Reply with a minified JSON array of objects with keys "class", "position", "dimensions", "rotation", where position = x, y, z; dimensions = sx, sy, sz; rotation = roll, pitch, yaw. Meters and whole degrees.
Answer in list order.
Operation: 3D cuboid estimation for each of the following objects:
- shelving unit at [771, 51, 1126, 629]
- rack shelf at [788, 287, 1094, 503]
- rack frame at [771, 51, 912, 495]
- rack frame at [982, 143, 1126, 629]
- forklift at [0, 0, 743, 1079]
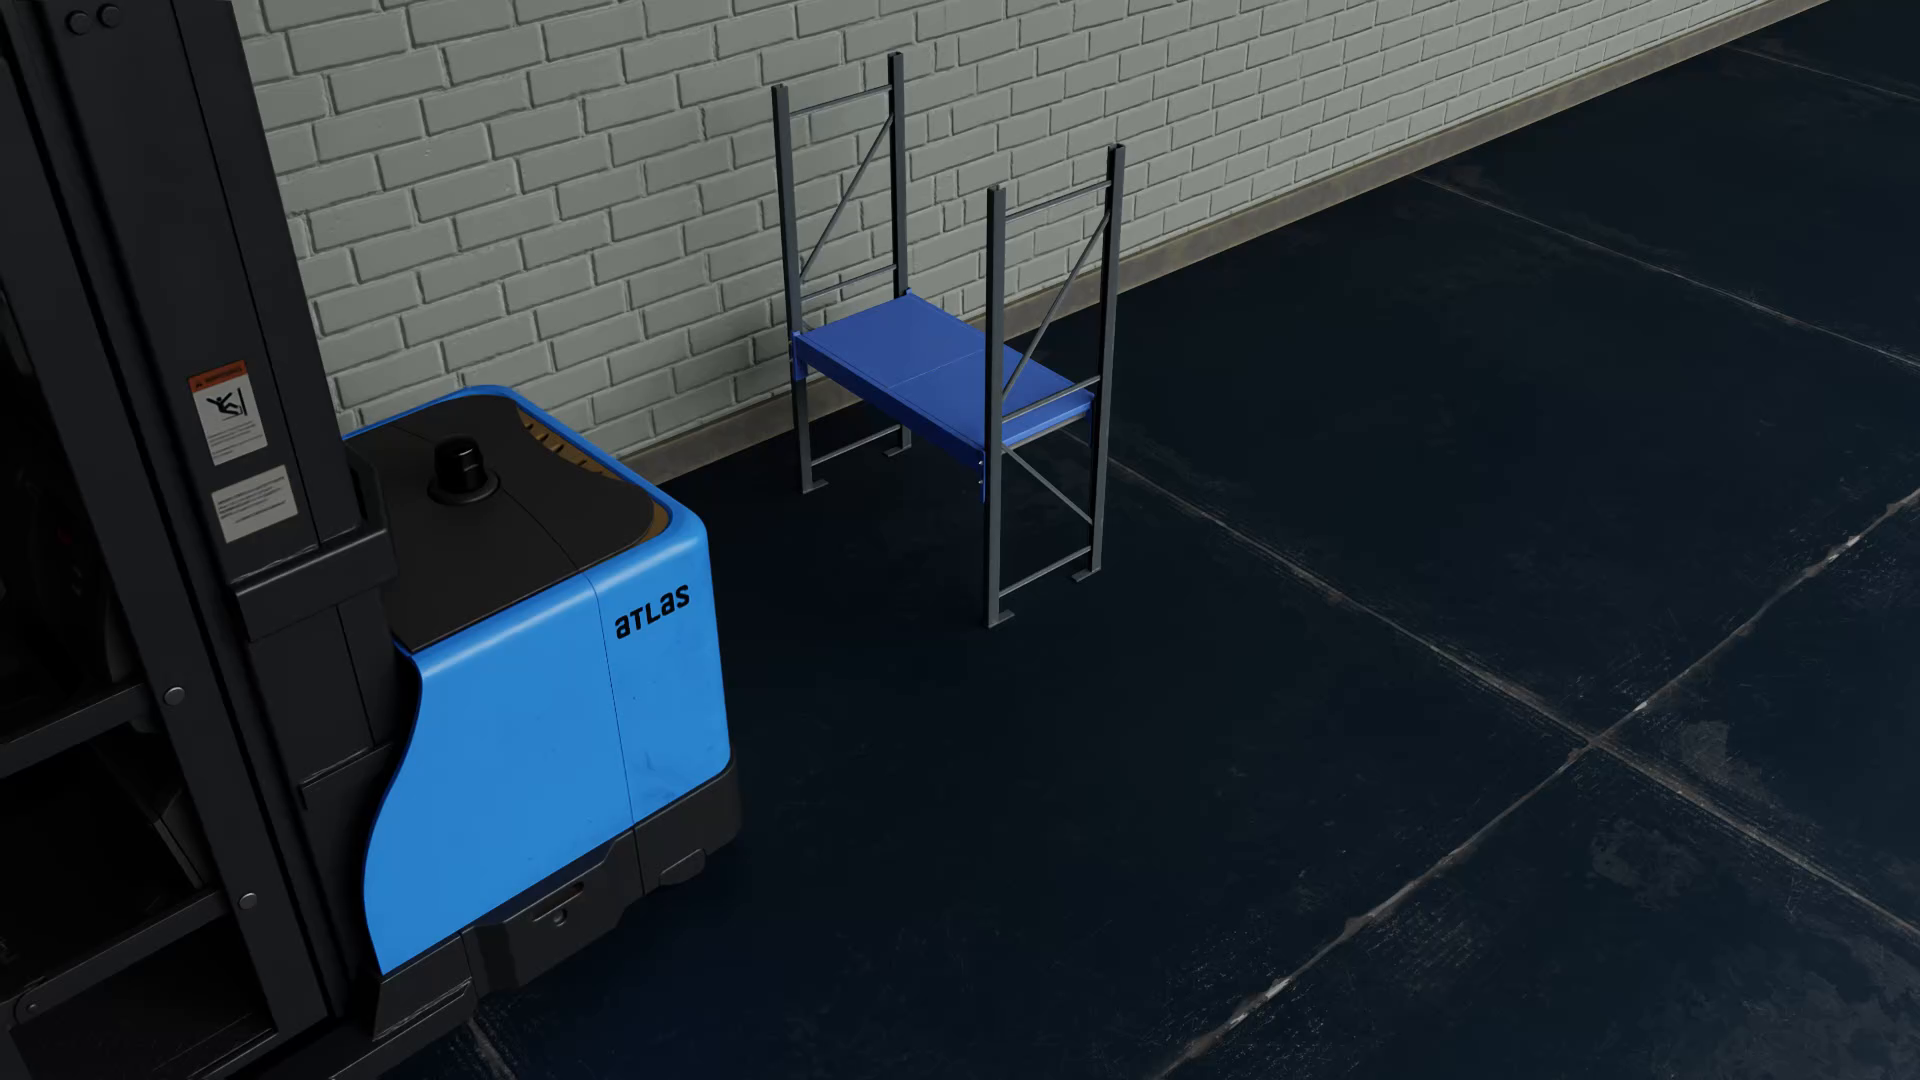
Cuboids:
[{"class":"shelving unit","position":[-0.055,-0.650,5.370],"dimensions":[0.538,1.500,1.048],"rotation":[-26,43,-32]},{"class":"rack shelf","position":[-0.055,-0.503,5.474],"dimensions":[0.538,0.185,1.000],"rotation":[-26,43,-32]},{"class":"rack frame","position":[-0.383,-0.874,5.687],"dimensions":[0.500,1.500,0.032],"rotation":[-26,43,-32]},{"class":"rack frame","position":[0.273,-0.425,5.053],"dimensions":[0.500,1.500,0.032],"rotation":[-26,43,-32]},{"class":"forklift","position":[-2.002,0.024,3.179],"dimensions":[3.031,2.935,1.130],"rotation":[-29,45,-35]}]
